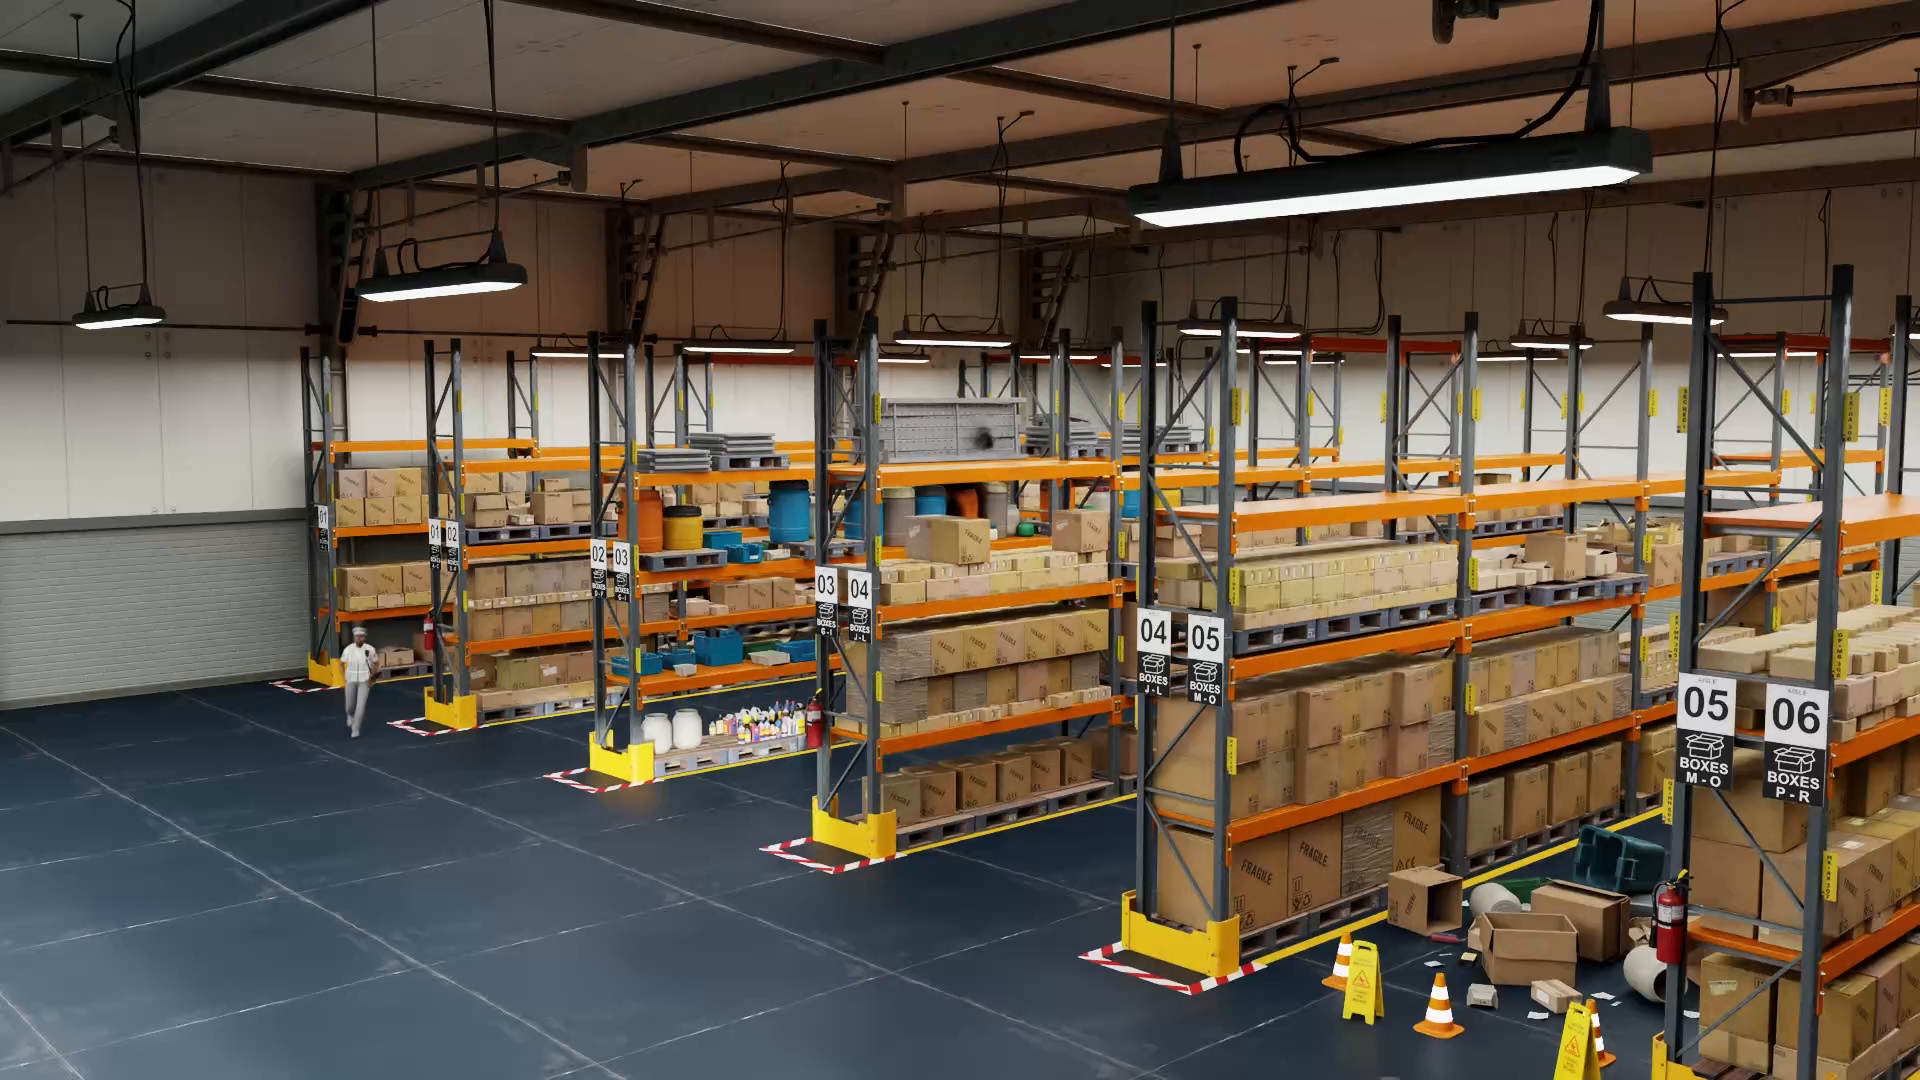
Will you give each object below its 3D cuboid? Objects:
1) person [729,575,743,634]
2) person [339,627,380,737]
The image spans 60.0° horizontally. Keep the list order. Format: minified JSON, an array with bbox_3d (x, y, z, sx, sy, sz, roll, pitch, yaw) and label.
[{"bbox_3d":[-4.334,1.441,32.250,0.677,1.823,0.738,4,7,40],"label":"person"},{"bbox_3d":[-9.107,2.126,25.230,0.581,1.649,0.674,-1,5,-16],"label":"person"}]
